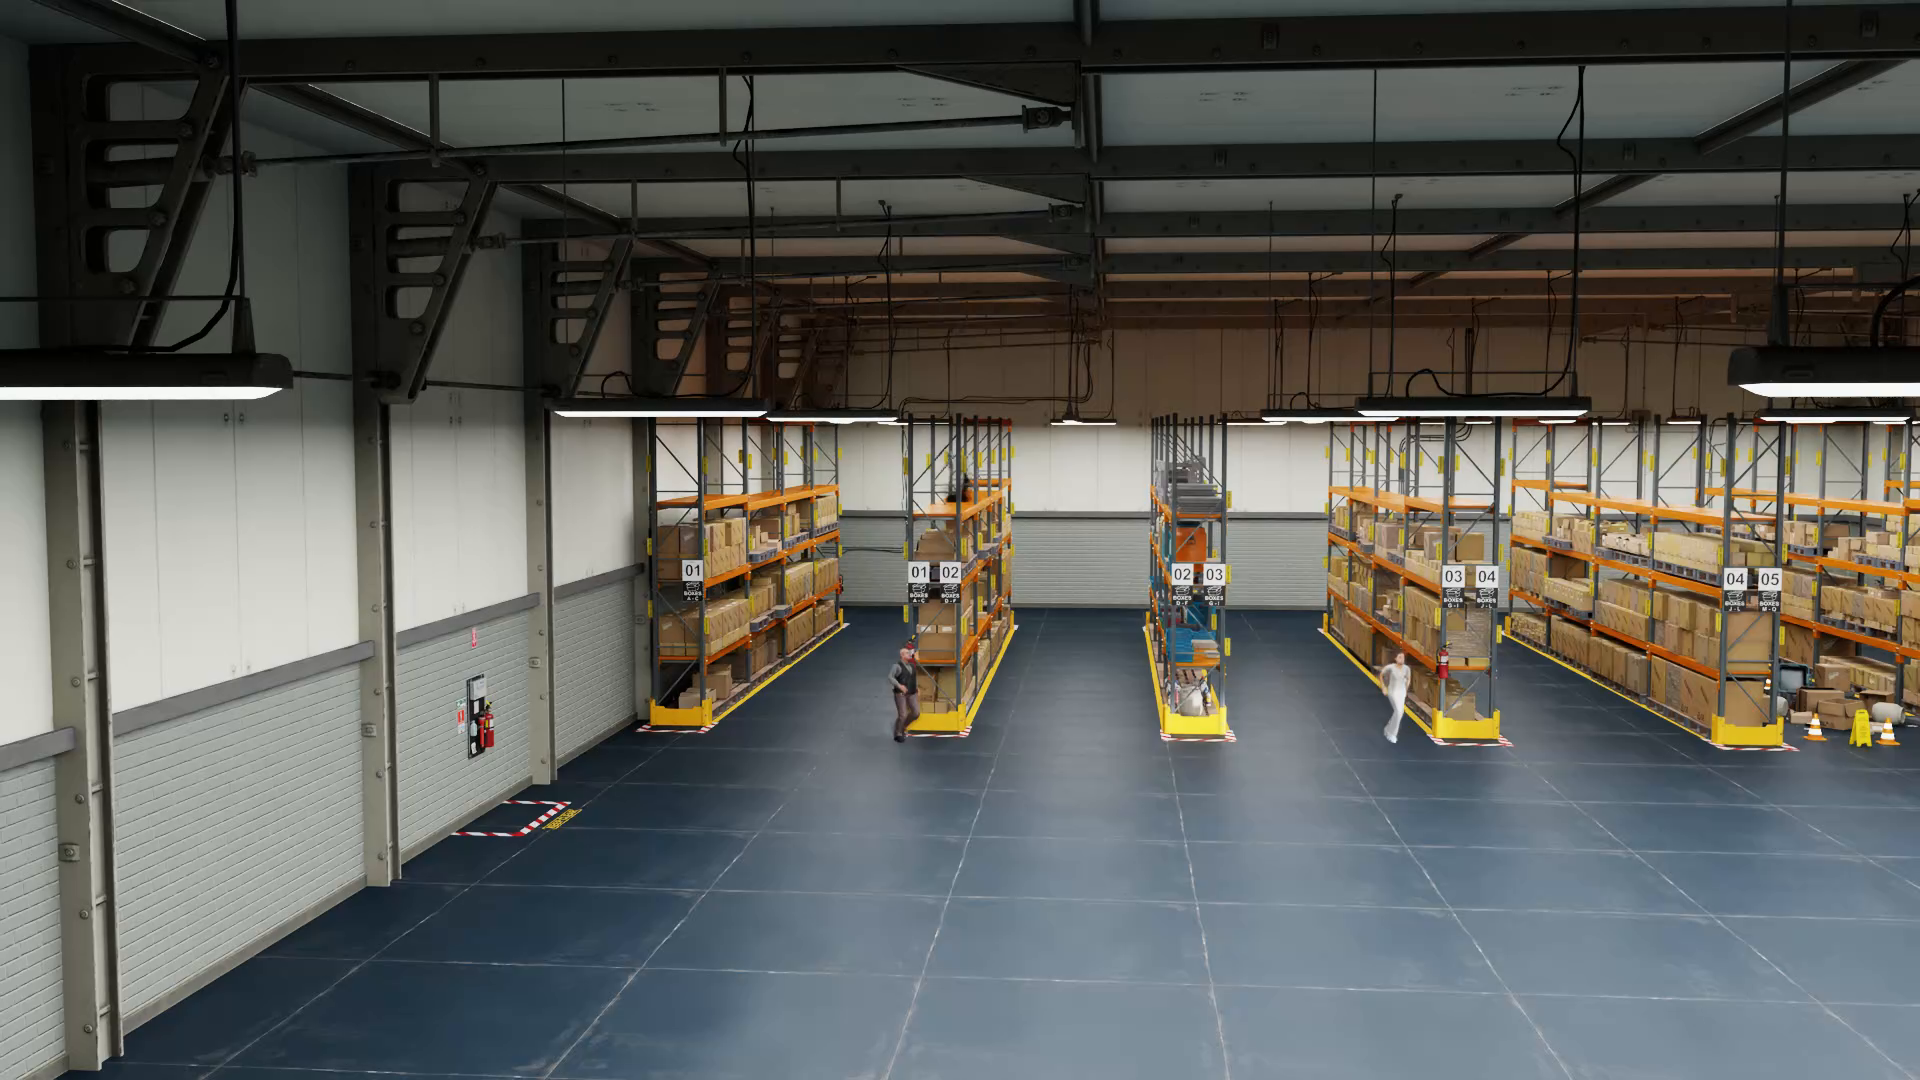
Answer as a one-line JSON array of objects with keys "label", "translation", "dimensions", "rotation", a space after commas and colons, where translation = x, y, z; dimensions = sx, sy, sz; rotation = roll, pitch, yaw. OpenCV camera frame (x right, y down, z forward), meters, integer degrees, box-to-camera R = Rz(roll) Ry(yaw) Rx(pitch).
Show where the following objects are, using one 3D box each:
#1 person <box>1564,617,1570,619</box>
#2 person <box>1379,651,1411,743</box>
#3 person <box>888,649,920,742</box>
[{"label": "person", "translation": [16.975, 1.782, 46.643], "dimensions": [0.629, 1.620, 0.507], "rotation": [-2, 4, -31]}, {"label": "person", "translation": [8.011, 2.873, 30.455], "dimensions": [0.546, 1.699, 0.586], "rotation": [-1, 4, -16]}, {"label": "person", "translation": [-0.967, 2.838, 30.436], "dimensions": [0.687, 1.690, 0.512], "rotation": [-3, 5, -40]}]
